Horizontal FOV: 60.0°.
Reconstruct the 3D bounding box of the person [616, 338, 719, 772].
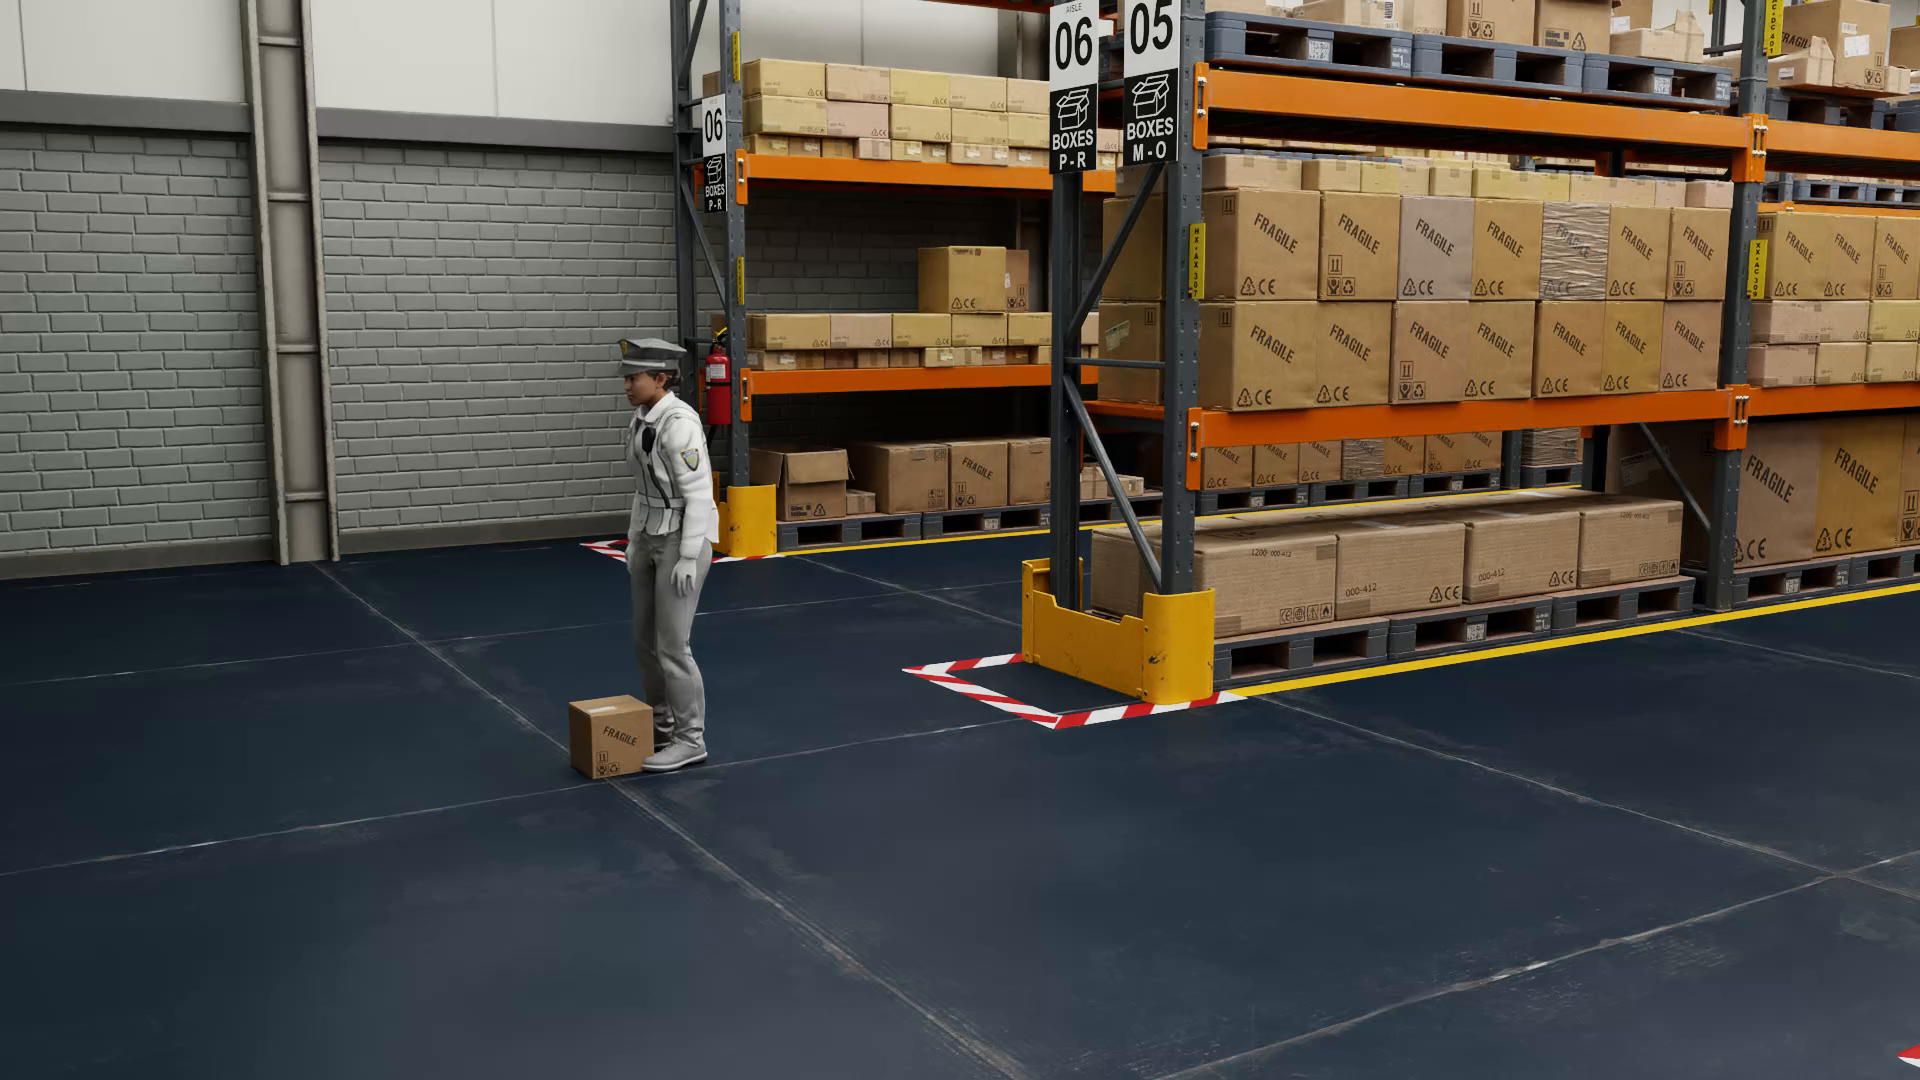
[{"bbox_3d":[-1.150,0.047,6.494,0.376,1.662,0.543,-6,10,-34],"label":"person"}]
